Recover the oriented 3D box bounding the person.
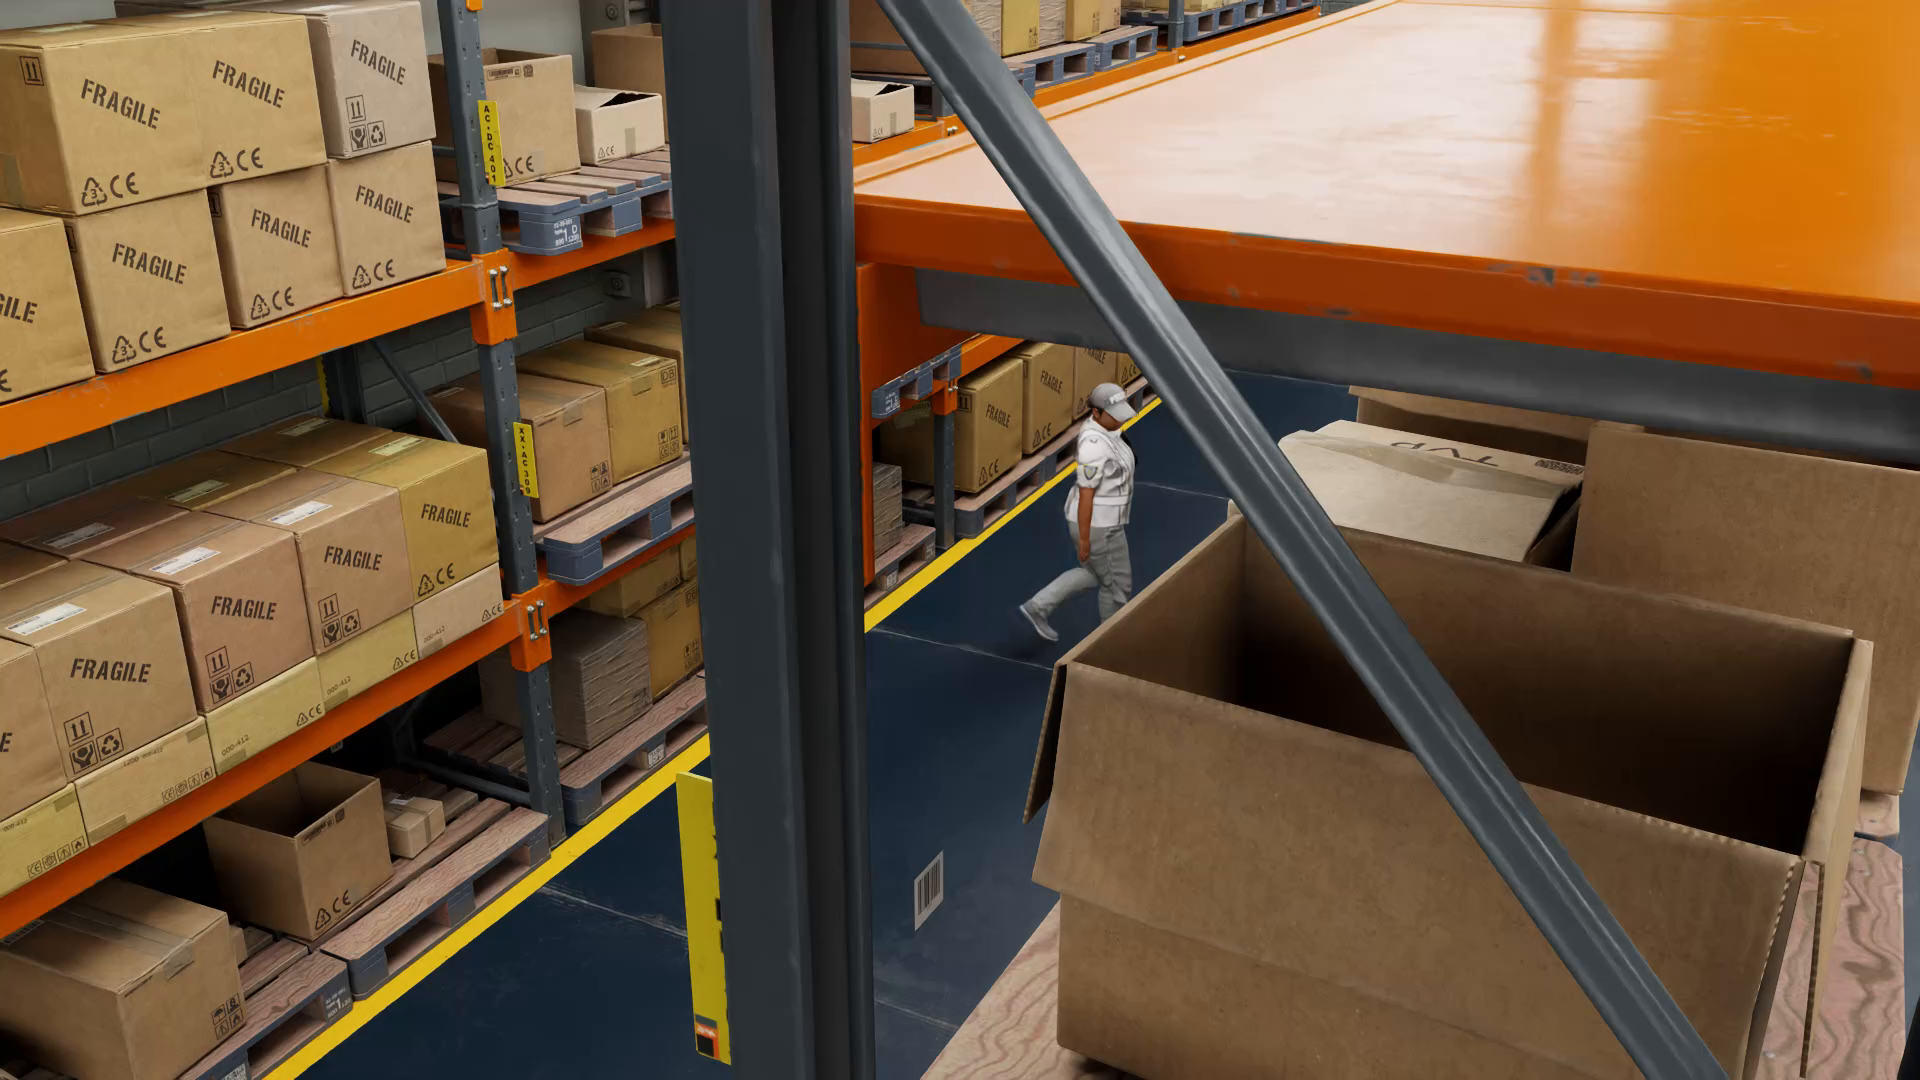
[{"bbox_3d":[0.737,-0.112,9.348,0.796,1.639,0.503,1,23,2],"label":"person"}]
